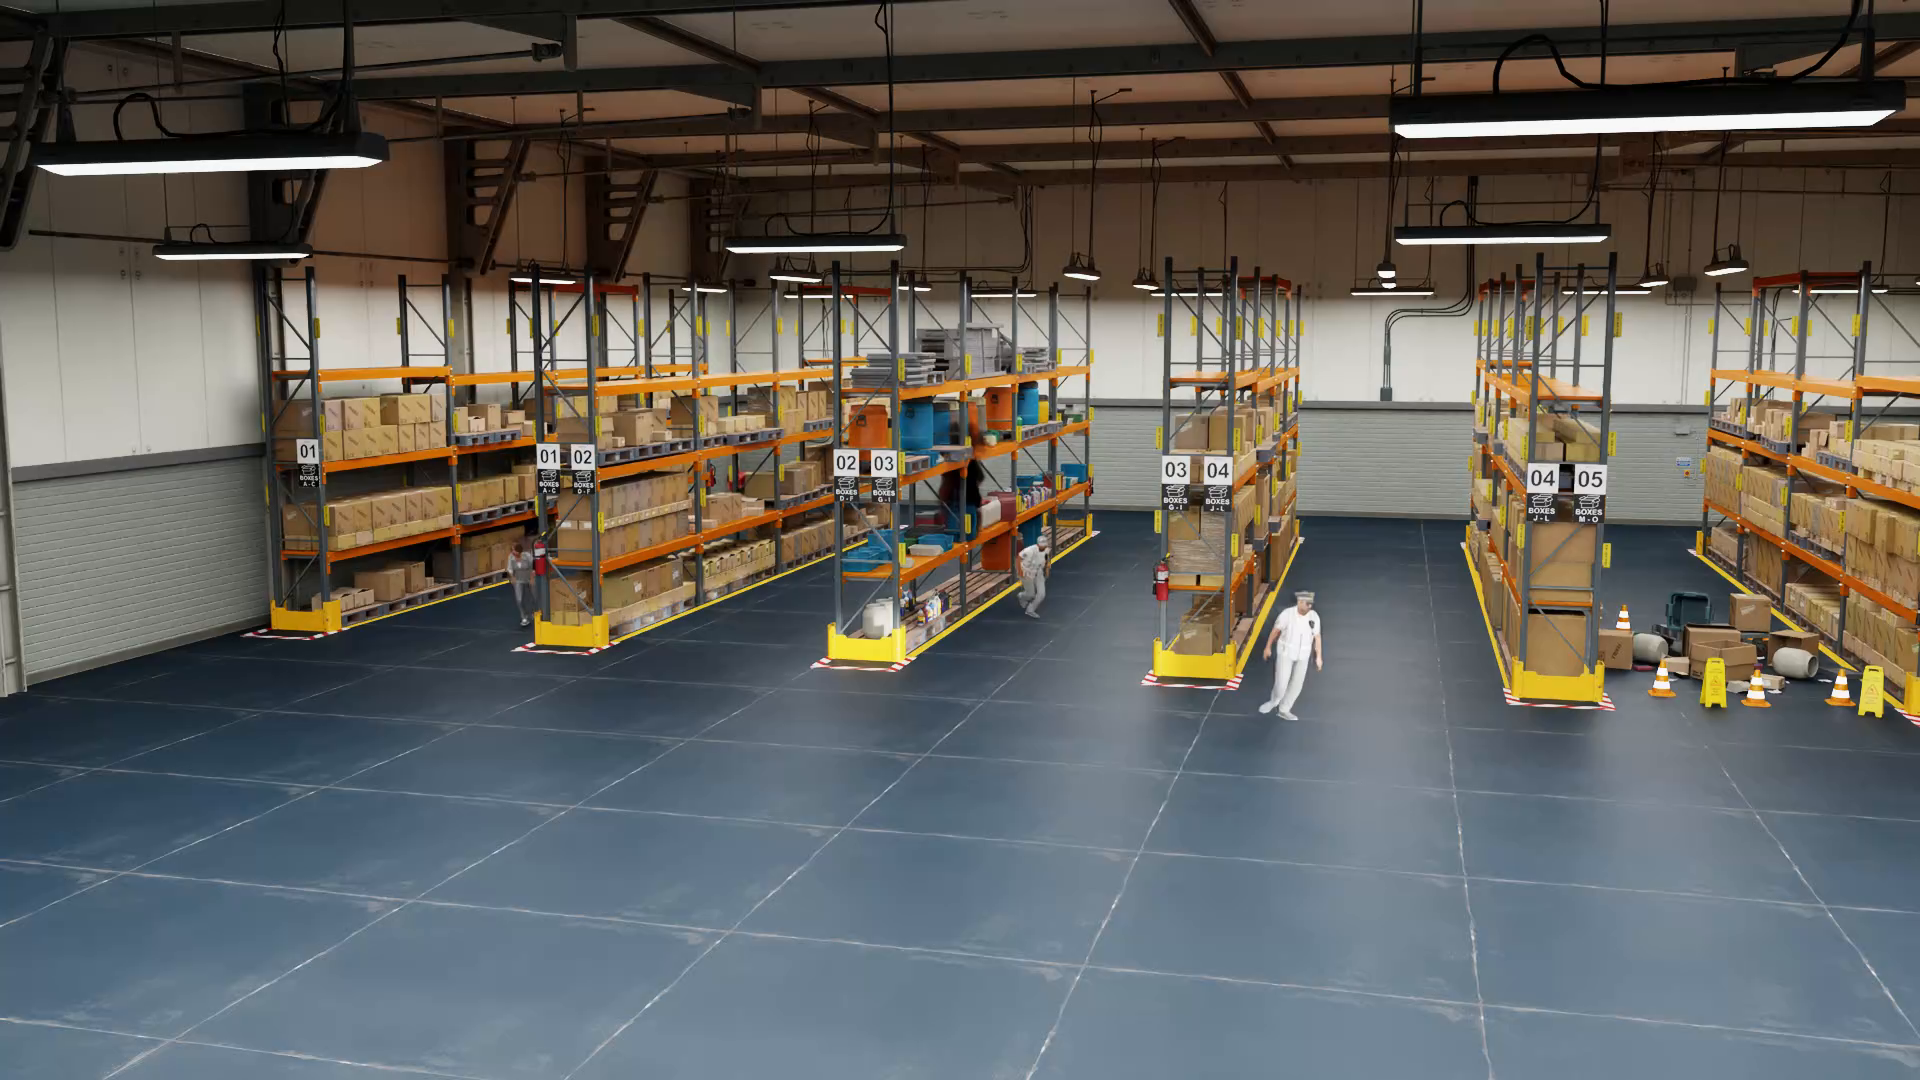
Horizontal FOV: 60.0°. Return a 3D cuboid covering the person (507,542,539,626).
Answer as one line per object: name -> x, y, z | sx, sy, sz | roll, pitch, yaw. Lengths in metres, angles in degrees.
person -> -7.367, 0.720, 28.209 | 0.588, 1.466, 0.779 | -1, 7, -11

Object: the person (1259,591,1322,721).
person -> 4.239, 1.474, 21.262 | 0.708, 1.708, 0.590 | -1, 7, -11

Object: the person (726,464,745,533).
person -> -5.510, -1.072, 41.325 | 0.669, 1.732, 0.850 | 1, 7, 8

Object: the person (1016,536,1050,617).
person -> 1.253, 0.633, 28.900 | 0.623, 1.466, 0.932 | -4, 8, -27
